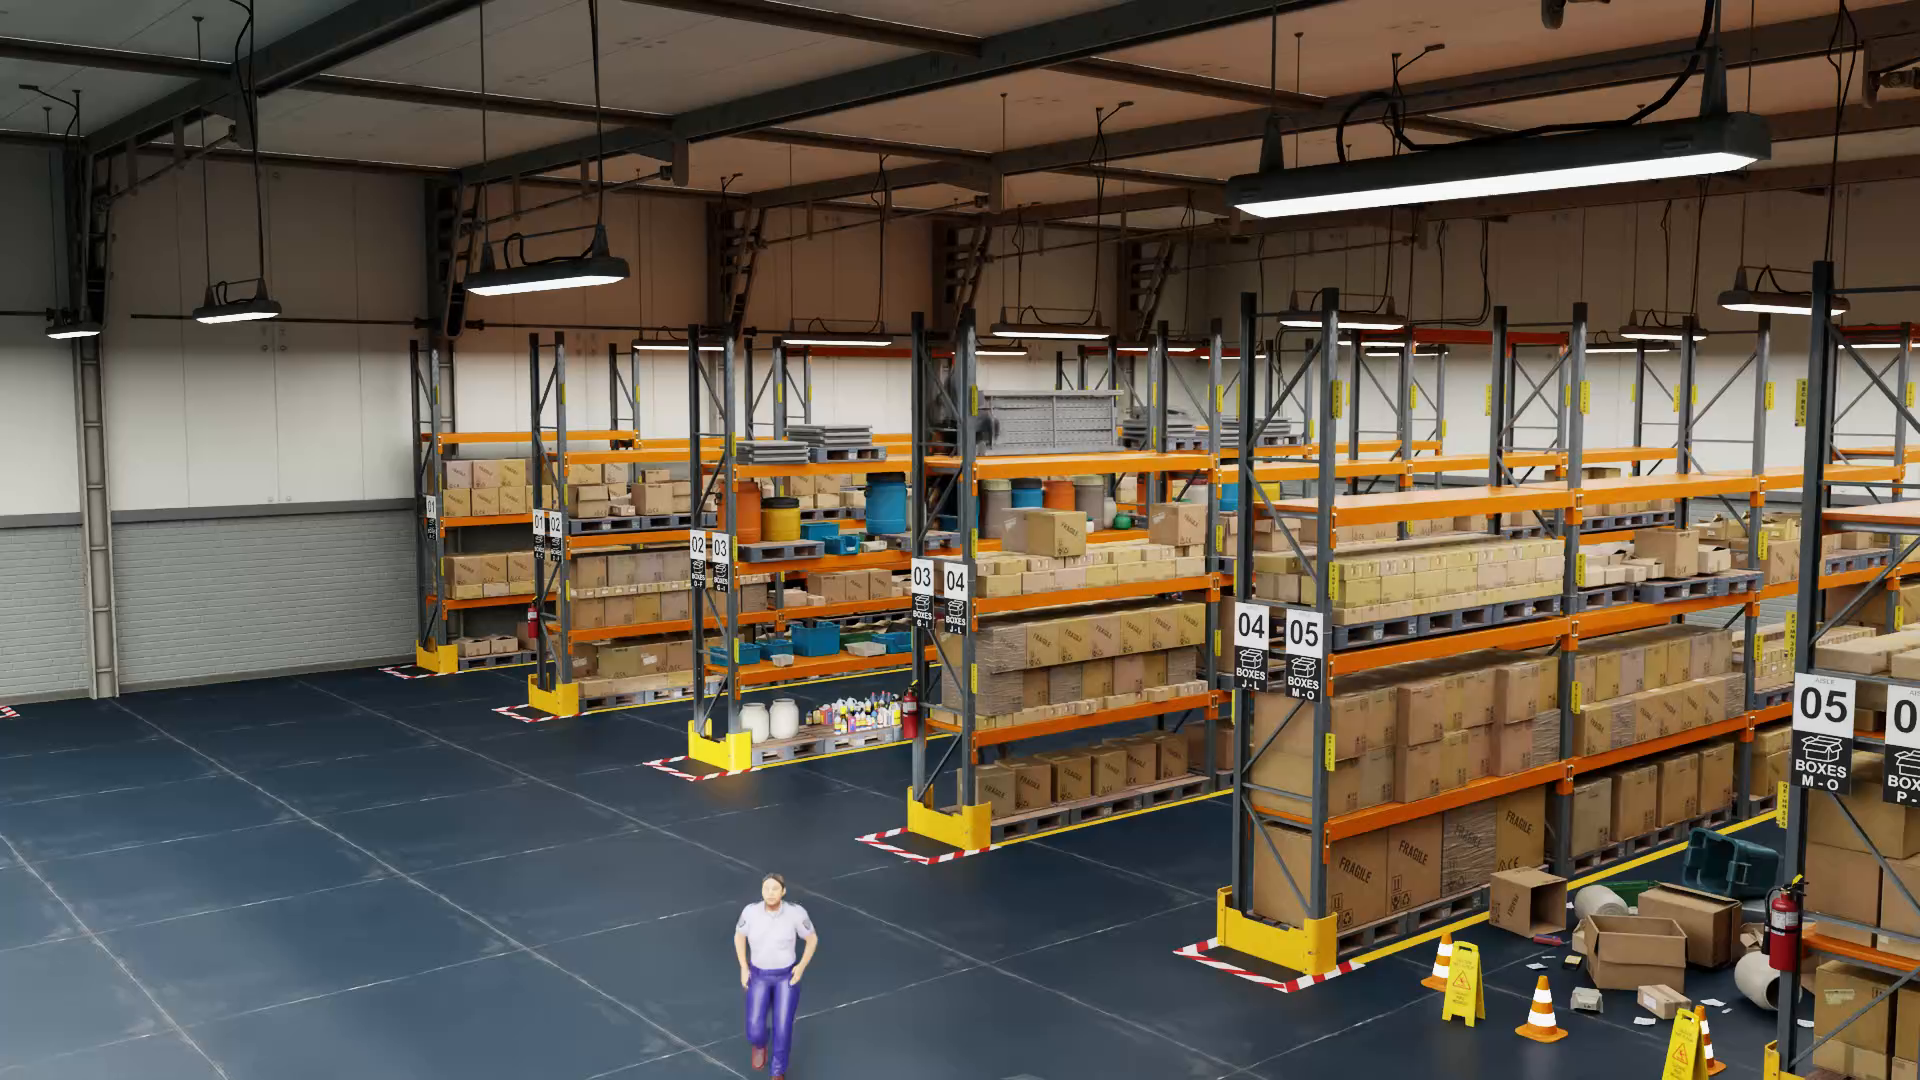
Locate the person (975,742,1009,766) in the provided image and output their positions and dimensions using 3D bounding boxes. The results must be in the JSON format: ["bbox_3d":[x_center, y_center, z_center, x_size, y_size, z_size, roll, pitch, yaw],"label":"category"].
[{"bbox_3d":[0.329,2.098,21.296,0.639,1.621,0.580,-5,7,-43],"label":"person"}]

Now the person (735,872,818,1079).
[{"bbox_3d":[-1.357,3.243,12.276,0.621,1.606,0.549,0,5,-2],"label":"person"}]
